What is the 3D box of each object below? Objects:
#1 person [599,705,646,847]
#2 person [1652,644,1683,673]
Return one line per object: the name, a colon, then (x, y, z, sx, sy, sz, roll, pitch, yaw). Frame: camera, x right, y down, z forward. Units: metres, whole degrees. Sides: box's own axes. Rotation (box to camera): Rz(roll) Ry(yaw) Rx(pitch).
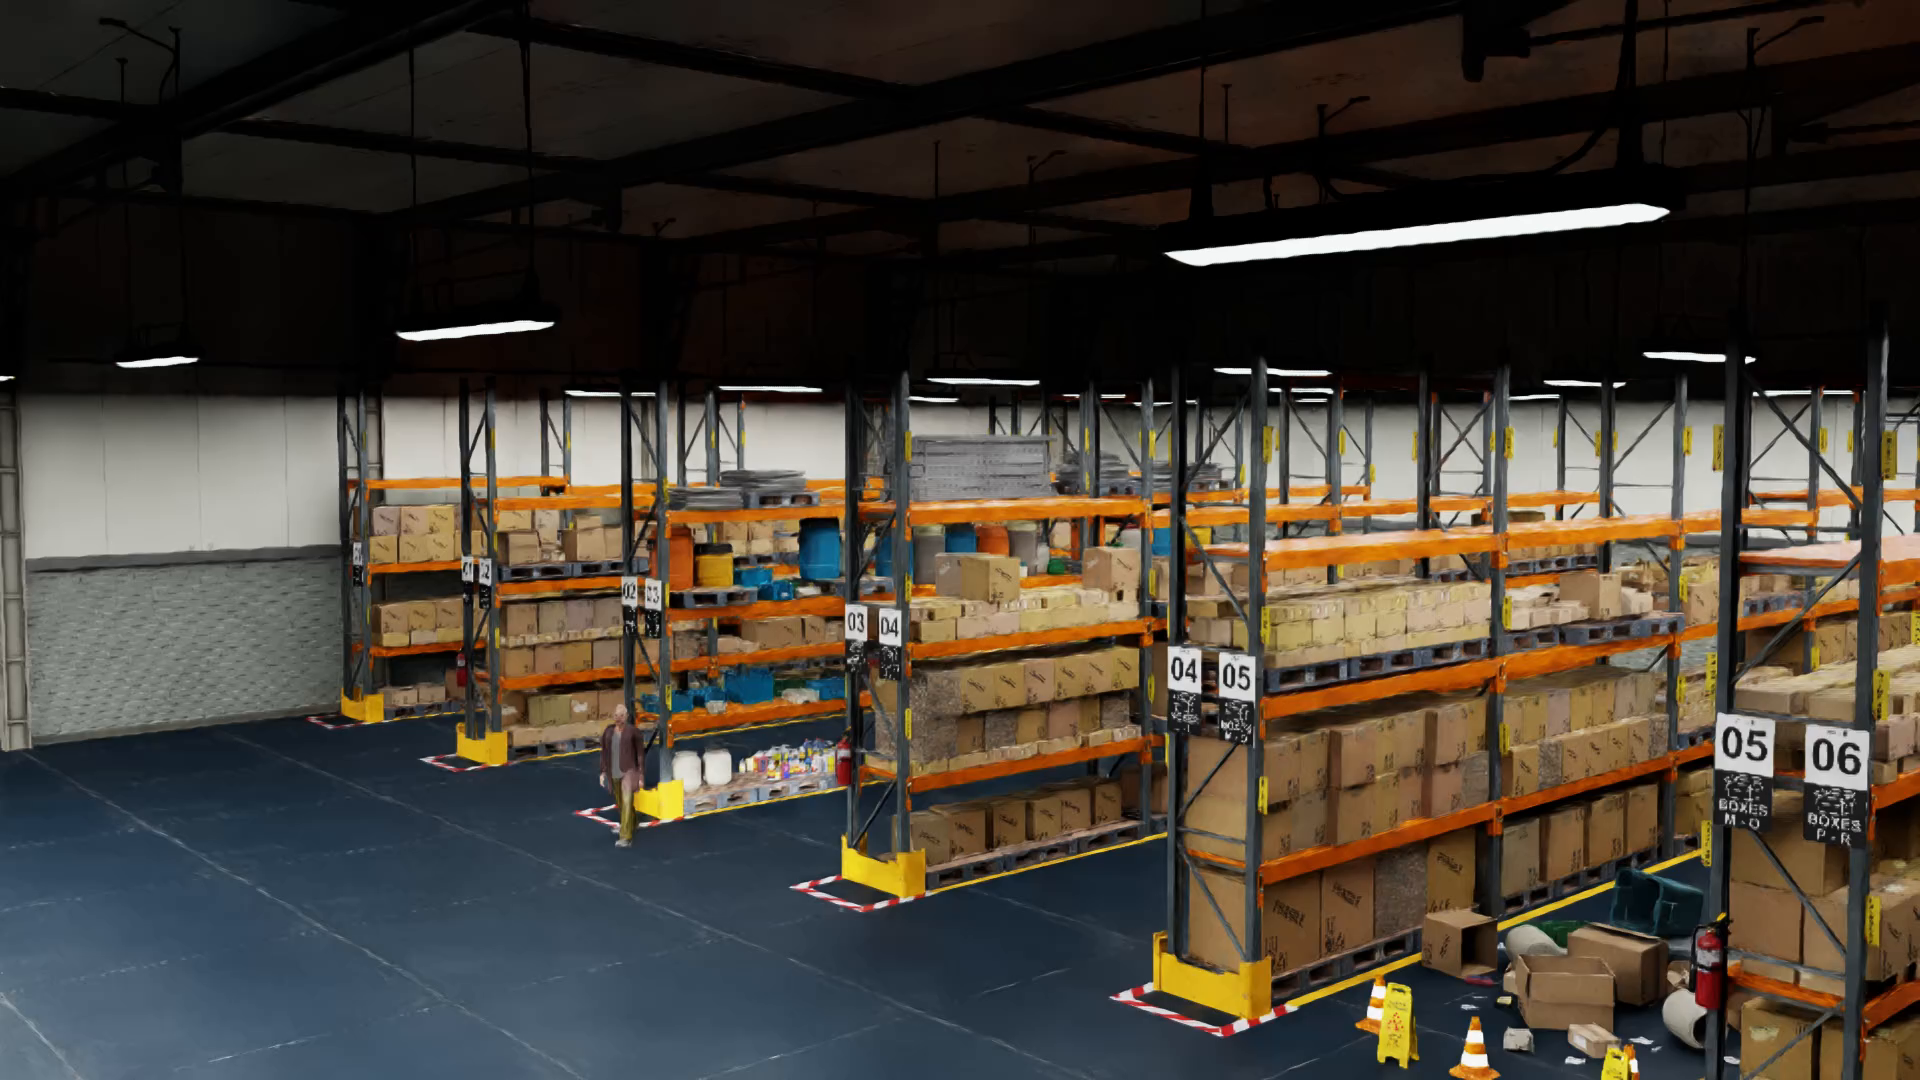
person: (-4.237, 2.923, 20.820, 0.621, 1.749, 1.010, 2, 4, 22)
person: (13.831, 2.238, 32.345, 0.957, 1.611, 0.479, -1, 4, -20)
